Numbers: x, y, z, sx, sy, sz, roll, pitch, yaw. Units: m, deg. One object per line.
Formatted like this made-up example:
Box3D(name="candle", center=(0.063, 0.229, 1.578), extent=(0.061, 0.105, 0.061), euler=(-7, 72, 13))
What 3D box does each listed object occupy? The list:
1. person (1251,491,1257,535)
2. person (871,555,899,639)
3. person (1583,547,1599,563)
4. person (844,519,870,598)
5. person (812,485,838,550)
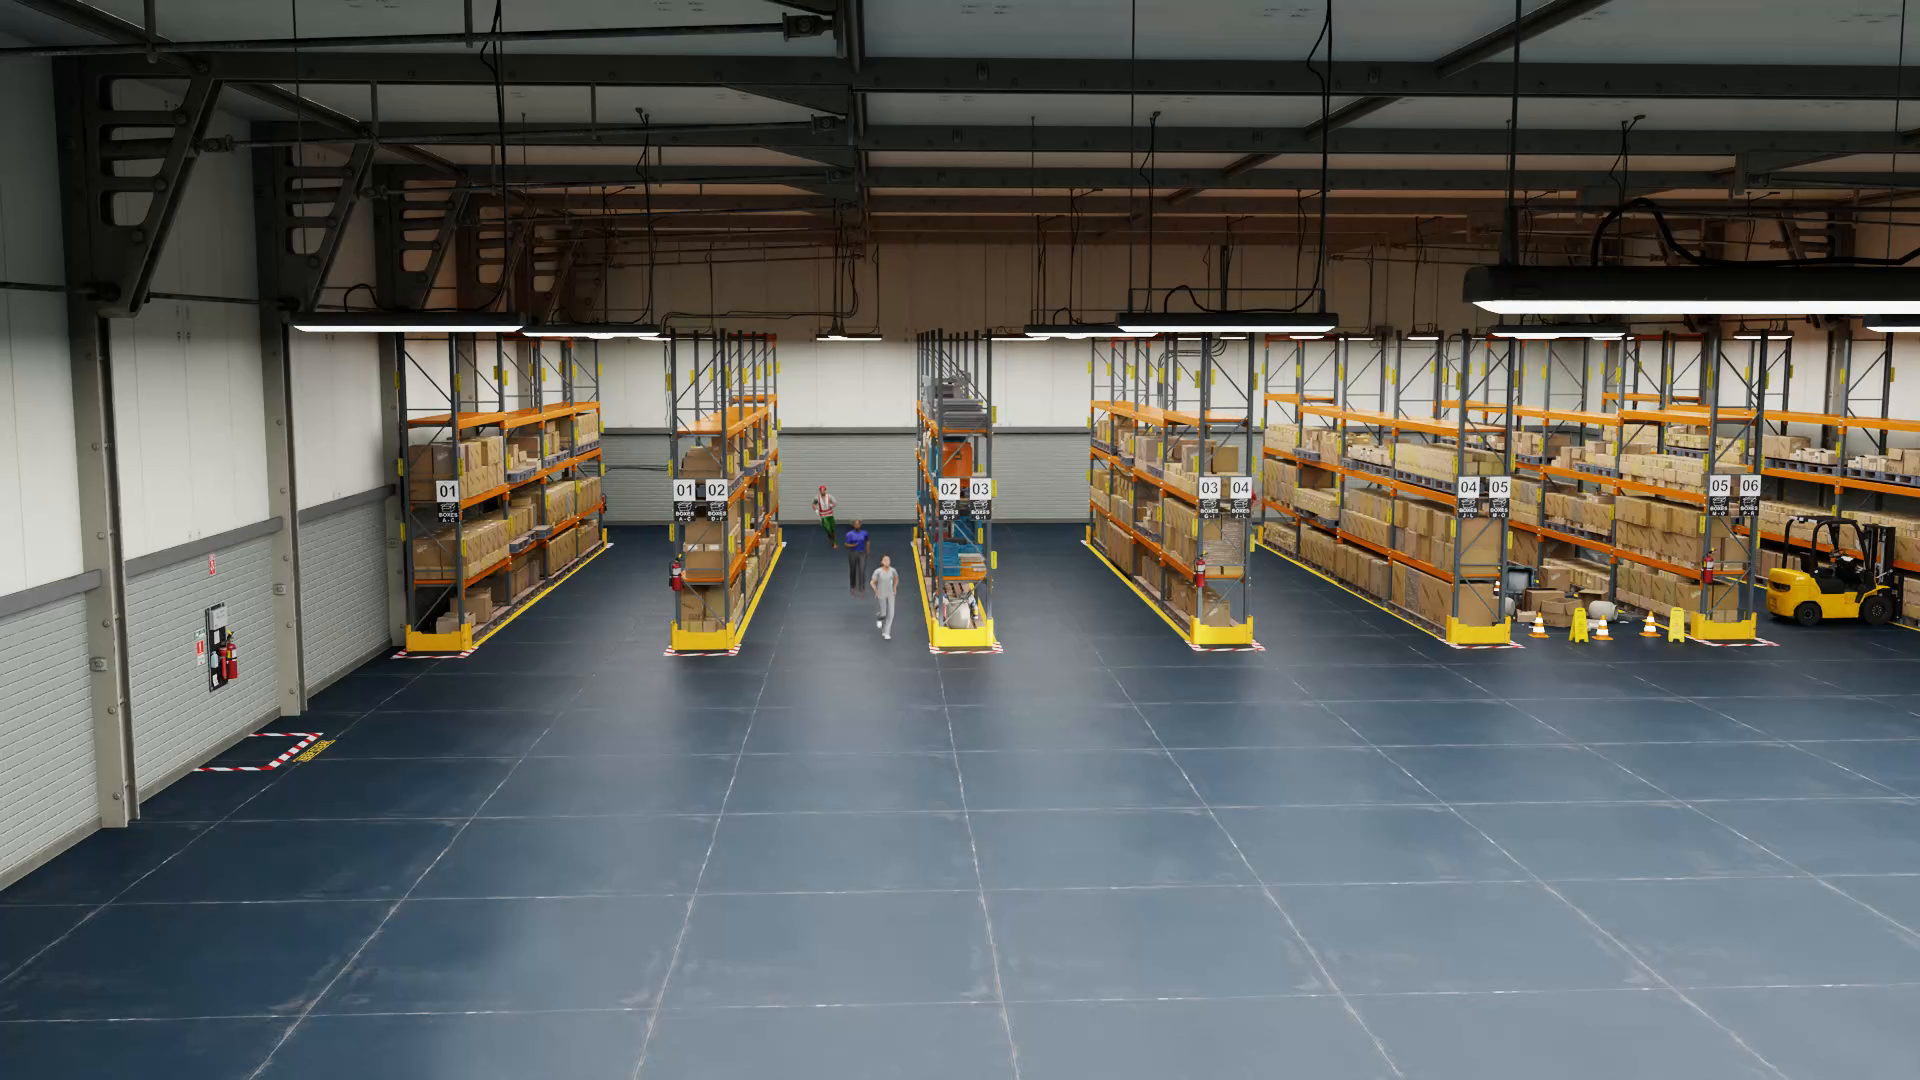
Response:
Box3D(name="person", center=(8.436, -0.844, 48.756), extent=(0.589, 1.704, 0.698), euler=(-3, 7, -21))
Box3D(name="person", center=(-1.467, 1.093, 32.616), extent=(0.573, 1.640, 0.624), euler=(-2, 7, -17))
Box3D(name="person", center=(16.074, -0.099, 42.143), extent=(0.707, 1.739, 0.566), euler=(0, 7, -4))
Box3D(name="person", center=(-2.201, 0.396, 35.756), extent=(0.575, 1.697, 0.875), euler=(-1, 7, -8))
Box3D(name="person", center=(-3.776, -0.652, 46.629), extent=(0.661, 1.777, 0.896), euler=(-2, 7, -18))
